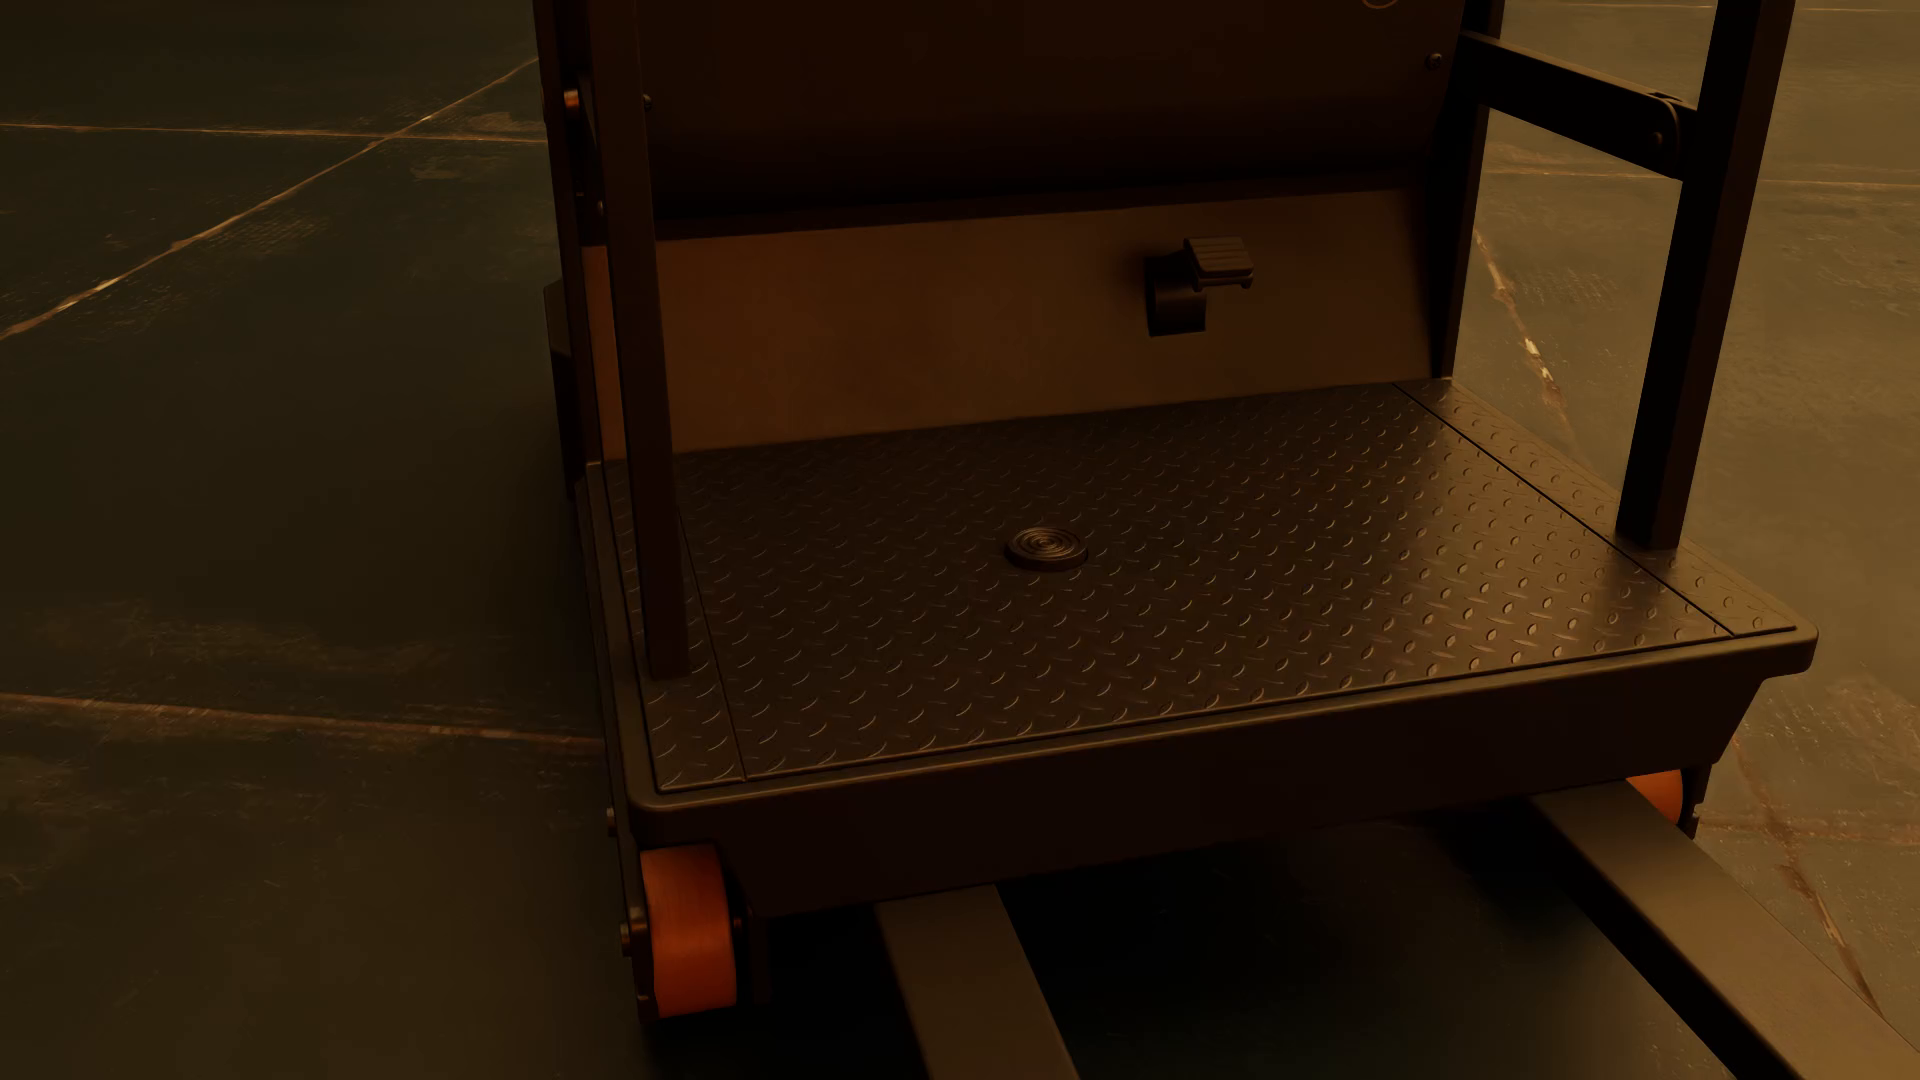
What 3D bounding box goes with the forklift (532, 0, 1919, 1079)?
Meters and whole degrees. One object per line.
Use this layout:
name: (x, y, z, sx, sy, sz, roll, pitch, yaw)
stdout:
forklift: (0.153, -1.049, 1.319, 1.130, 2.935, 3.031, -7, 27, -13)
